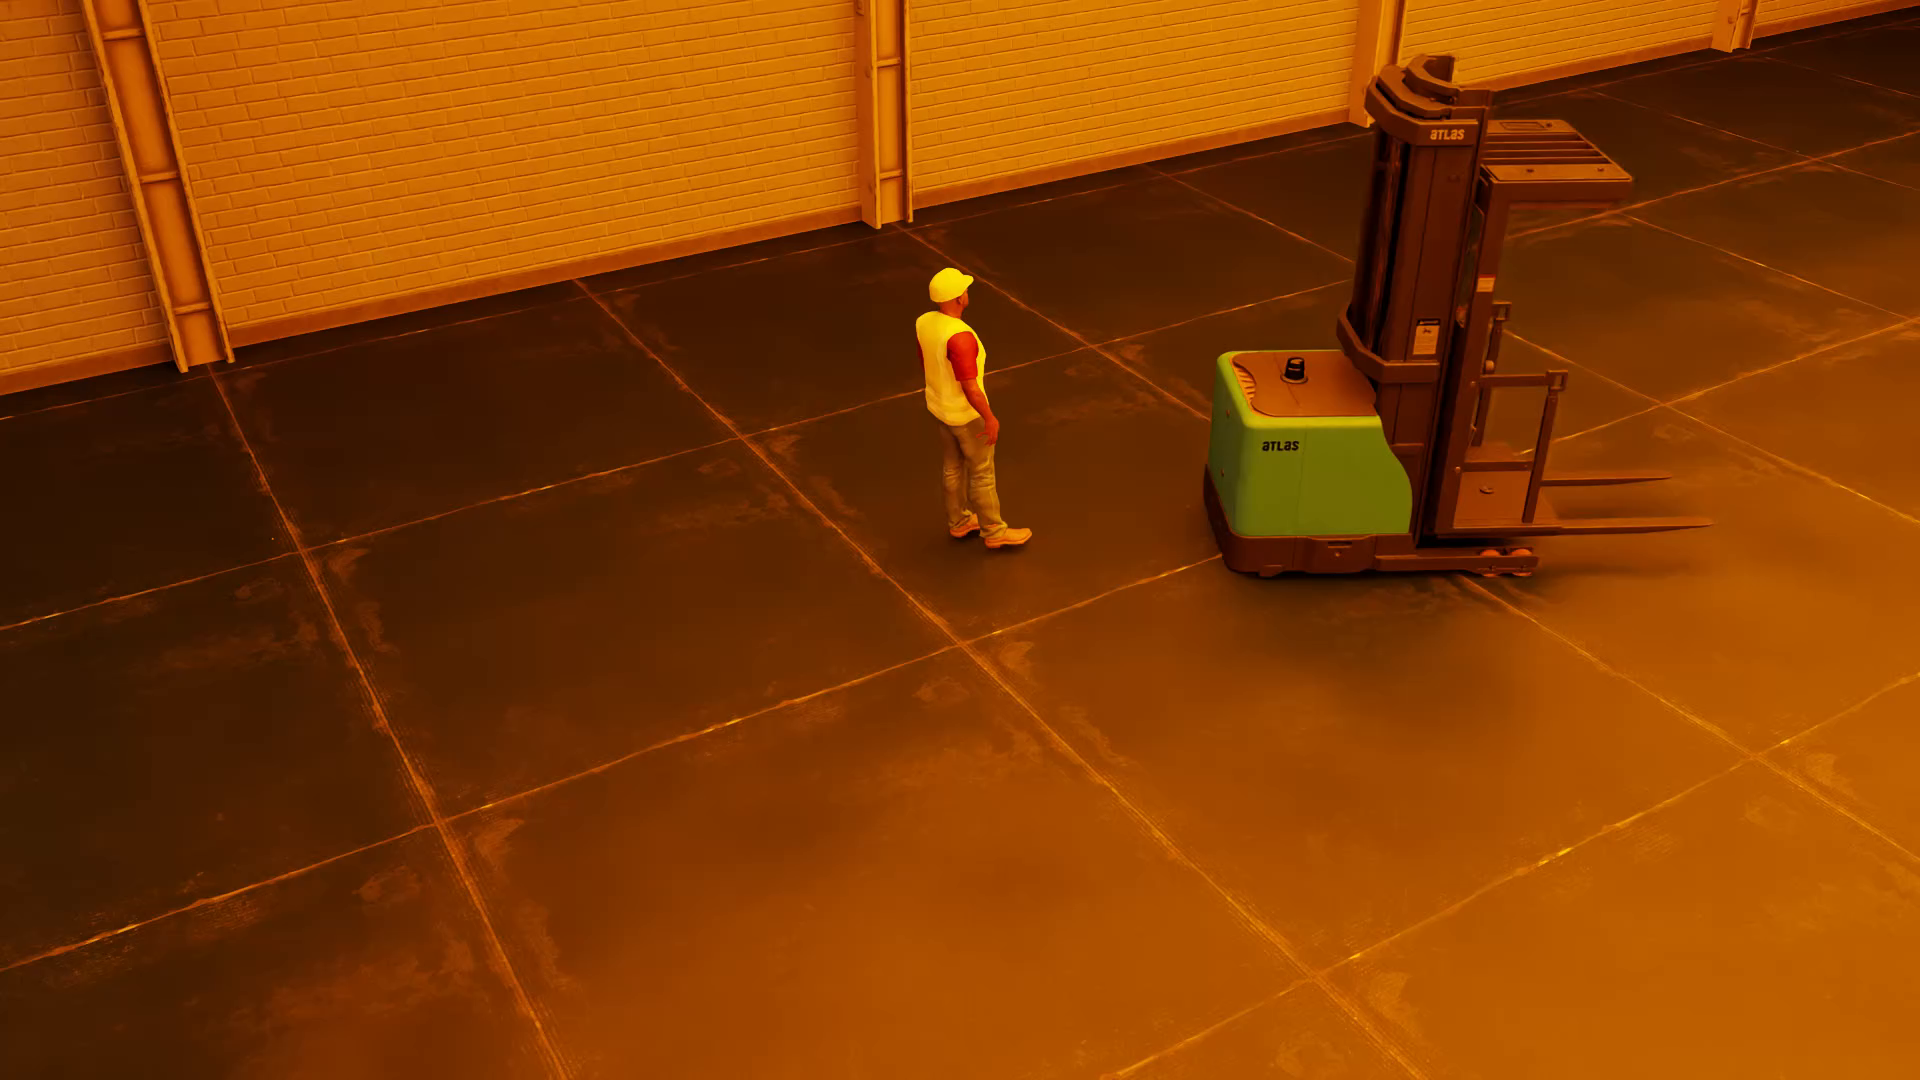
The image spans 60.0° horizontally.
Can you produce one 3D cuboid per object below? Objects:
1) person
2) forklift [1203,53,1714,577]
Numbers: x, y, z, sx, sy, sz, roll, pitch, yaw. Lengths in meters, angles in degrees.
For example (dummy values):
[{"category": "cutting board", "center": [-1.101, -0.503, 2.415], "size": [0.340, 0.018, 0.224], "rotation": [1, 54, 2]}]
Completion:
[{"category": "person", "center": [0.063, -0.814, 10.049], "size": [0.574, 1.767, 0.666], "rotation": [-17, 35, -26]}, {"category": "forklift", "center": [3.116, -1.303, 9.822], "size": [3.031, 2.935, 1.130], "rotation": [-1, 31, -2]}]
